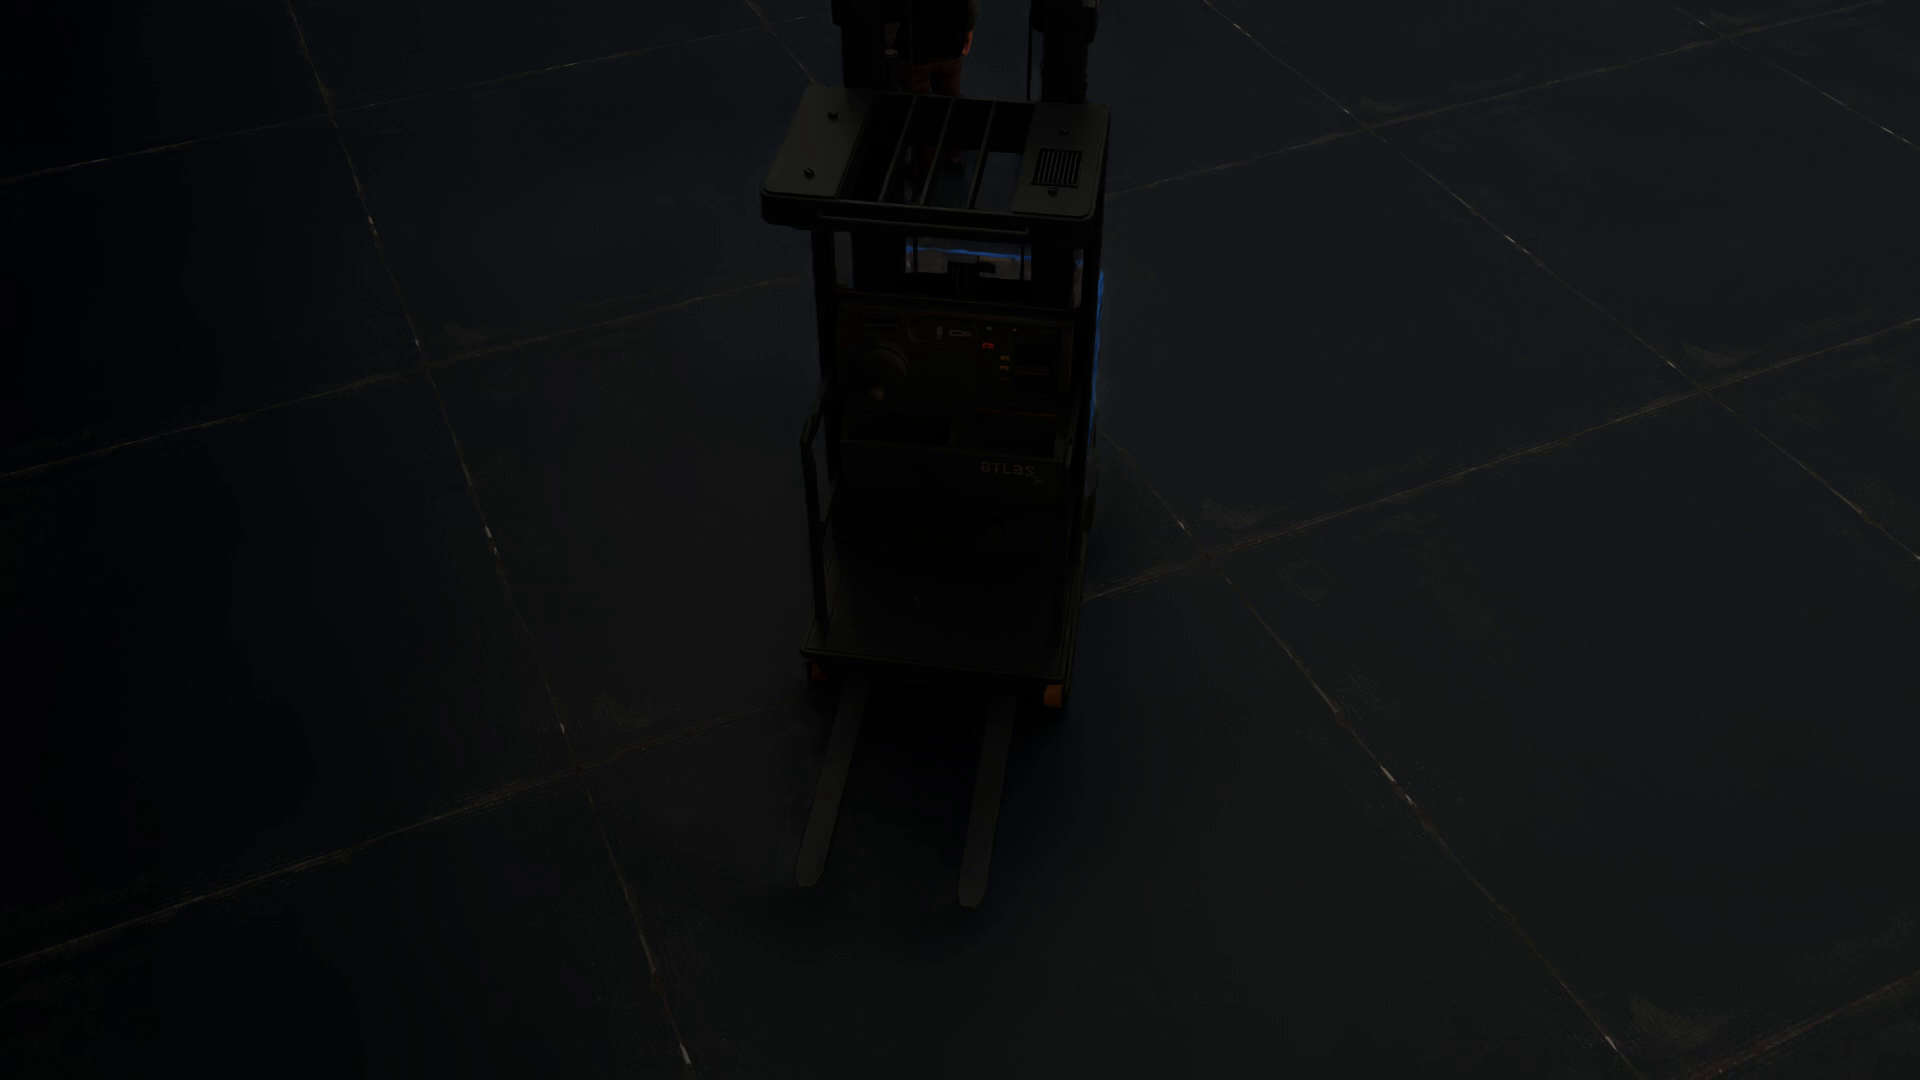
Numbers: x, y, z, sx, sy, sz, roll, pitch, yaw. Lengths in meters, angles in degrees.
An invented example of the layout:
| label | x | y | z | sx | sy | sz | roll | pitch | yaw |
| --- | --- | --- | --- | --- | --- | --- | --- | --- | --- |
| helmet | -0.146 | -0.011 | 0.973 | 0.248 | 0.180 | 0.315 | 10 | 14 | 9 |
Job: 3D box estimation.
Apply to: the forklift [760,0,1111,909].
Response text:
| label | x | y | z | sx | sy | sz | roll | pitch | yaw |
| --- | --- | --- | --- | --- | --- | --- | --- | --- | --- |
| forklift | -0.053 | -0.621 | 6.346 | 1.130 | 2.935 | 3.031 | 6 | 43 | 6 |

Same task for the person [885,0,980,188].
| label | x | y | z | sx | sy | sz | roll | pitch | yaw |
| --- | --- | --- | --- | --- | --- | --- | --- | --- | --- |
| person | -0.216 | -2.853 | 9.613 | 0.634 | 1.722 | 0.567 | -18 | 46 | -18 |
